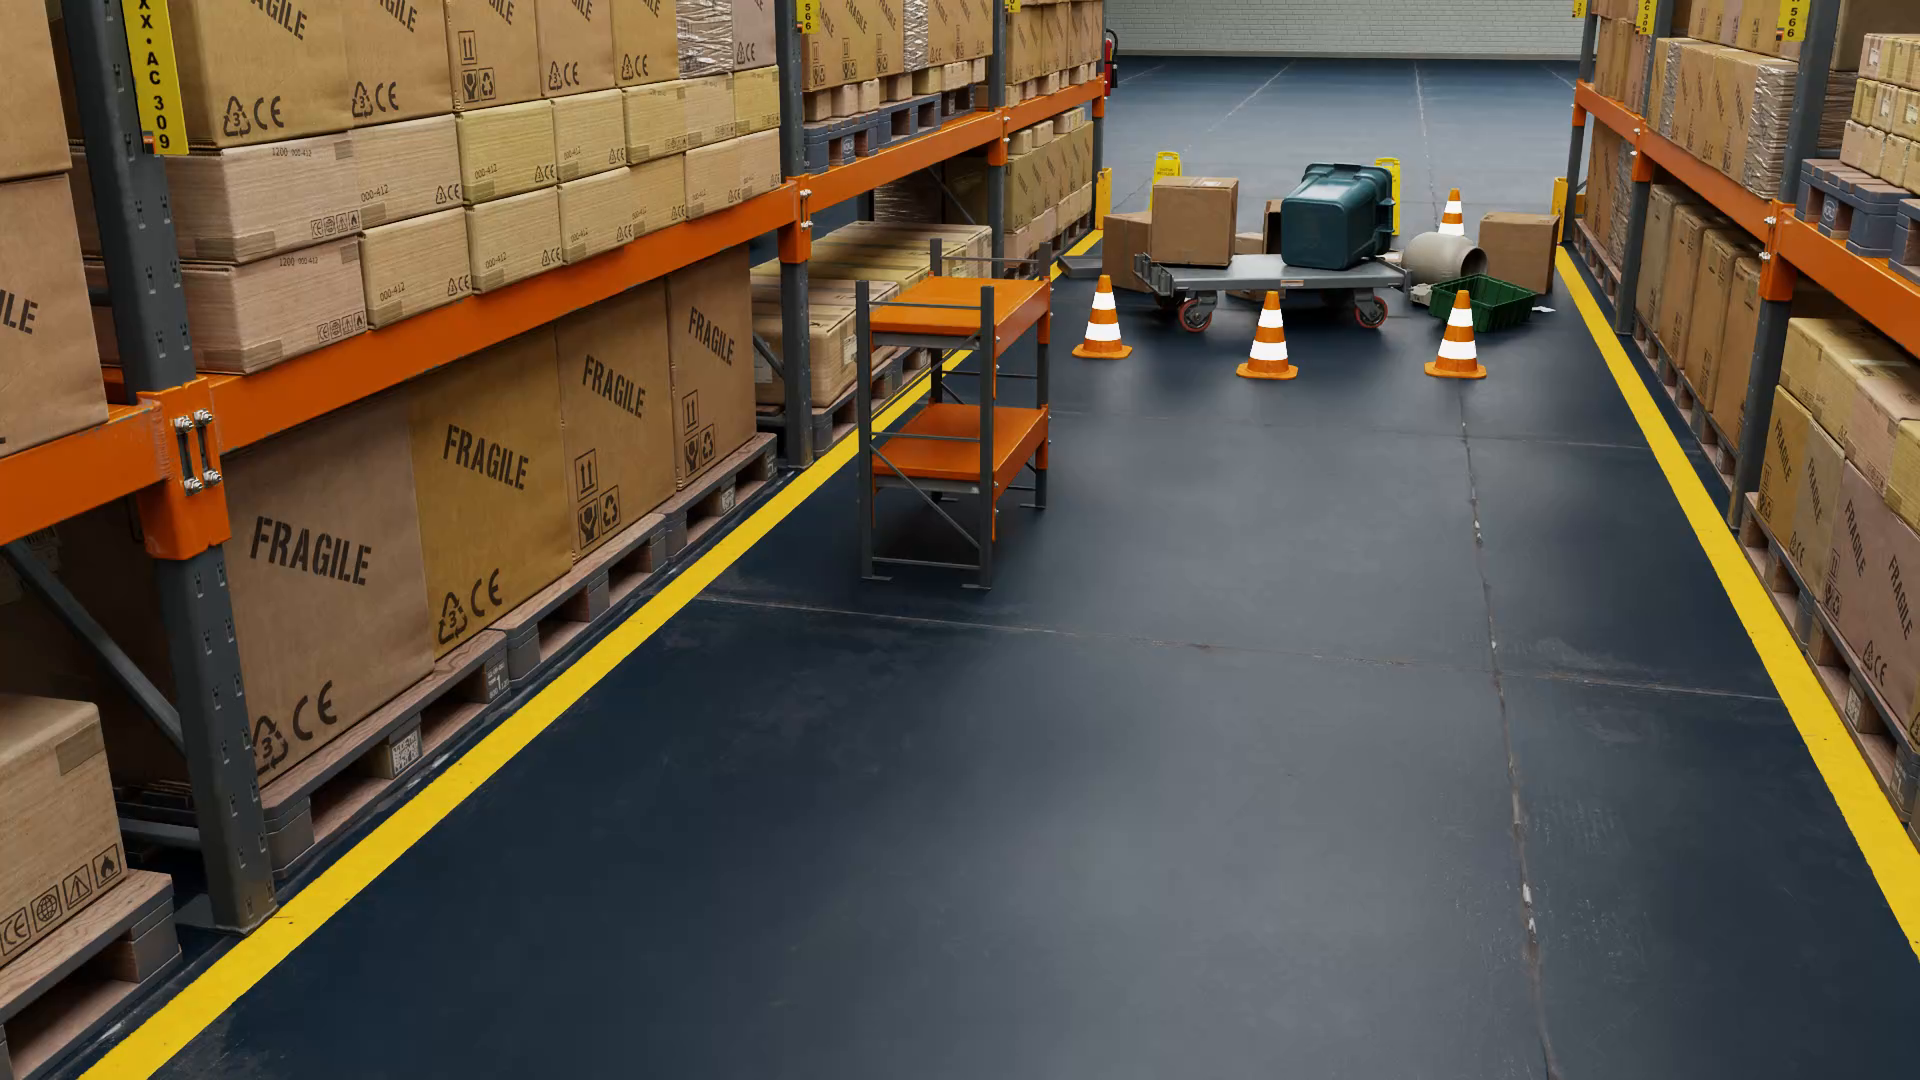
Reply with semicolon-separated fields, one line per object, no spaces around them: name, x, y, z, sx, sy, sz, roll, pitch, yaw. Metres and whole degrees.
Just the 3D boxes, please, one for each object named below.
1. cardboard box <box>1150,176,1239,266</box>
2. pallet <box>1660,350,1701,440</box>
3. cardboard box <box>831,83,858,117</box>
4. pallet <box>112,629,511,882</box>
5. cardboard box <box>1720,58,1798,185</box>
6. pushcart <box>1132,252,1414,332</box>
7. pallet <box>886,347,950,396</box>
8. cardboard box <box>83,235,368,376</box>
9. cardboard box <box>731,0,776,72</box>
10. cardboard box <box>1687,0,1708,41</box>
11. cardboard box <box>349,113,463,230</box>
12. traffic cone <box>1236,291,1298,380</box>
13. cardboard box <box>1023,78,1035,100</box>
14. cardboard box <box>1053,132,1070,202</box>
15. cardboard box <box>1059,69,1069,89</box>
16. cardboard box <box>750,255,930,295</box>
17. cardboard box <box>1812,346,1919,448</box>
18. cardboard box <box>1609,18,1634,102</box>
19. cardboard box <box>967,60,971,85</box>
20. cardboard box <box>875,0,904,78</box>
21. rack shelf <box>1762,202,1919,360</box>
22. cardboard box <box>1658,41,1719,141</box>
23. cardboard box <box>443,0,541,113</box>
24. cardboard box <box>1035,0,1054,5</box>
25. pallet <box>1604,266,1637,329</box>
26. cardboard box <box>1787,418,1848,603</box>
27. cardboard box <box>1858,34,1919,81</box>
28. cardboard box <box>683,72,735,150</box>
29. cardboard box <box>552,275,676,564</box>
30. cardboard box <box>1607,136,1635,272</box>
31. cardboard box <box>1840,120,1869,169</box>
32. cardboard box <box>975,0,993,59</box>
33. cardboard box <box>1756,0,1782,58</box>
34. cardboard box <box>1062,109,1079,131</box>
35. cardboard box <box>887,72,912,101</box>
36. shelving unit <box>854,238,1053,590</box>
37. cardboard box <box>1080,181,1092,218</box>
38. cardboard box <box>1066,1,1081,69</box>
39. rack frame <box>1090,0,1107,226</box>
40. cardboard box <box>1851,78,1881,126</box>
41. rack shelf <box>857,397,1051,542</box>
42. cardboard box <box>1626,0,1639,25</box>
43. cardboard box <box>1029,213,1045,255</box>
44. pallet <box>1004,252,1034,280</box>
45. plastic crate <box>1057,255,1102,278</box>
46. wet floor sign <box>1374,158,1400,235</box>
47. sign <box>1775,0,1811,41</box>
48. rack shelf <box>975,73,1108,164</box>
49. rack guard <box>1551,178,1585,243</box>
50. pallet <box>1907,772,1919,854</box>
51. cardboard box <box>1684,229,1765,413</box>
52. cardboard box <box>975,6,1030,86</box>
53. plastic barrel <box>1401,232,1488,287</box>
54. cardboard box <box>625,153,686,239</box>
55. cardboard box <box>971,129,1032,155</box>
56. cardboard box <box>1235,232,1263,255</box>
cardboard box;1.532;-2.089;10.858;0.500;0.500;0.500;5;19;13
pallet;4.212;-0.734;8.511;1.003;0.211;1.213;5;19;13
cardboard box;-0.705;-2.126;8.010;0.380;0.149;0.250;3;19;10
pallet;-2.040;0.535;4.795;1.003;0.211;1.213;5;19;13
cardboard box;3.619;-1.797;7.154;0.500;0.500;0.500;5;19;13
pushcart;2.022;-1.639;10.903;1.648;0.377;0.936;-2;19;-6
pallet;-0.686;-1.097;9.573;1.003;0.211;1.213;5;19;13
cardboard box;-1.792;-0.583;3.986;0.500;0.250;0.500;4;19;12
cardboard box;-1.051;-2.128;6.577;0.500;0.500;0.500;4;19;12
cardboard box;4.508;-3.050;9.274;0.700;0.500;0.500;4;19;12
cardboard box;-1.674;-0.984;4.386;0.500;0.250;0.500;5;19;14
traffic cone;1.752;-1.175;9.411;0.336;0.463;0.334;5;19;13
cardboard box;0.328;-3.243;11.929;0.380;0.149;0.250;5;20;15
cardboard box;0.579;-2.957;13.149;0.500;0.500;0.500;4;19;12
cardboard box;0.648;-3.639;13.089;0.380;0.149;0.250;4;19;13
cardboard box;-0.667;-1.391;9.536;0.950;0.372;0.625;5;20;15
cardboard box;3.119;-0.446;5.411;0.500;0.250;0.500;4;19;13
cardboard box;5.093;-3.381;11.713;0.875;0.550;0.500;5;19;13
cardboard box;-0.141;-2.860;10.159;0.380;0.149;0.250;4;19;12
cardboard box;-0.600;-2.631;8.486;0.500;0.500;0.500;5;19;14
rack shelf;3.158;-0.464;4.519;1.077;0.370;4.000;5;19;13
cardboard box;4.112;-2.431;9.008;0.500;0.500;0.500;5;19;14
cardboard box;-1.547;-1.491;4.712;0.500;0.500;0.500;4;19;12
cardboard box;0.263;-3.985;11.552;0.700;0.500;0.500;5;19;14
pallet;4.885;-1.598;11.039;1.003;0.211;1.213;5;19;13
cardboard box;3.107;-0.088;5.522;0.500;0.500;0.500;5;19;14
cardboard box;3.345;-1.662;5.731;0.380;0.149;0.250;5;19;13
cardboard box;-1.172;-1.623;6.259;0.500;0.250;0.500;4;19;12
cardboard box;-1.650;-0.495;6.133;0.875;0.875;0.875;5;19;14
cardboard box;5.062;-2.353;11.573;0.875;0.875;0.875;5;19;14
cardboard box;3.341;-1.387;5.847;0.380;0.149;0.250;4;19;13
cardboard box;-0.091;-3.268;10.351;0.500;0.500;0.500;4;19;12
cardboard box;4.011;-2.411;7.405;0.700;0.500;0.500;4;19;13
cardboard box;0.744;-3.387;13.403;0.380;0.149;0.250;5;19;14
cardboard box;-0.477;-2.460;8.989;0.380;0.149;0.250;5;20;15
shelving unit;-0.002;-0.530;6.500;0.538;1.125;1.048;5;19;13
cardboard box;0.834;-2.914;14.181;0.500;0.250;0.500;5;19;13
cardboard box;0.658;-3.981;13.088;0.500;0.500;0.500;5;19;13
rack frame;0.776;-4.298;14.631;1.000;3.000;0.127;5;19;13
cardboard box;3.334;-1.516;5.766;0.380;0.149;0.250;6;20;16
rack shelf;-0.002;-0.299;6.579;0.538;0.278;1.000;5;19;13
cardboard box;4.769;-3.562;10.572;0.875;0.550;0.550;5;19;13
cardboard box;0.324;-2.274;12.308;0.500;0.250;0.500;6;20;16
pallet;-0.071;-1.938;12.035;1.003;0.211;1.213;5;19;13
plastic crate;0.978;-2.090;12.683;0.402;0.080;0.583;-2;19;-6
wet floor sign;3.688;-2.990;14.444;0.267;0.644;0.232;1;19;4
sign;3.107;-2.022;6.176;0.100;0.325;0.005;5;19;13
rack shelf;0.288;-3.331;12.912;1.077;0.370;4.000;5;19;13
rack guard;5.607;-2.764;14.005;1.175;0.500;0.348;5;19;13
pallet;2.858;0.898;3.733;1.003;0.211;1.213;5;19;13
cardboard box;4.093;-1.024;7.875;1.050;0.750;0.750;5;19;14
cardboard box;0.177;-3.348;11.235;0.500;0.500;0.500;5;19;13
plastic barrel;3.413;-1.943;11.721;0.421;0.421;0.512;-13;23;-34
cardboard box;-1.298;-1.223;5.859;0.500;0.250;0.500;4;19;13
cardboard box;0.294;-2.802;11.691;0.380;0.149;0.250;5;19;14
cardboard box;2.415;-2.379;13.422;0.380;0.149;0.250;17;25;41
